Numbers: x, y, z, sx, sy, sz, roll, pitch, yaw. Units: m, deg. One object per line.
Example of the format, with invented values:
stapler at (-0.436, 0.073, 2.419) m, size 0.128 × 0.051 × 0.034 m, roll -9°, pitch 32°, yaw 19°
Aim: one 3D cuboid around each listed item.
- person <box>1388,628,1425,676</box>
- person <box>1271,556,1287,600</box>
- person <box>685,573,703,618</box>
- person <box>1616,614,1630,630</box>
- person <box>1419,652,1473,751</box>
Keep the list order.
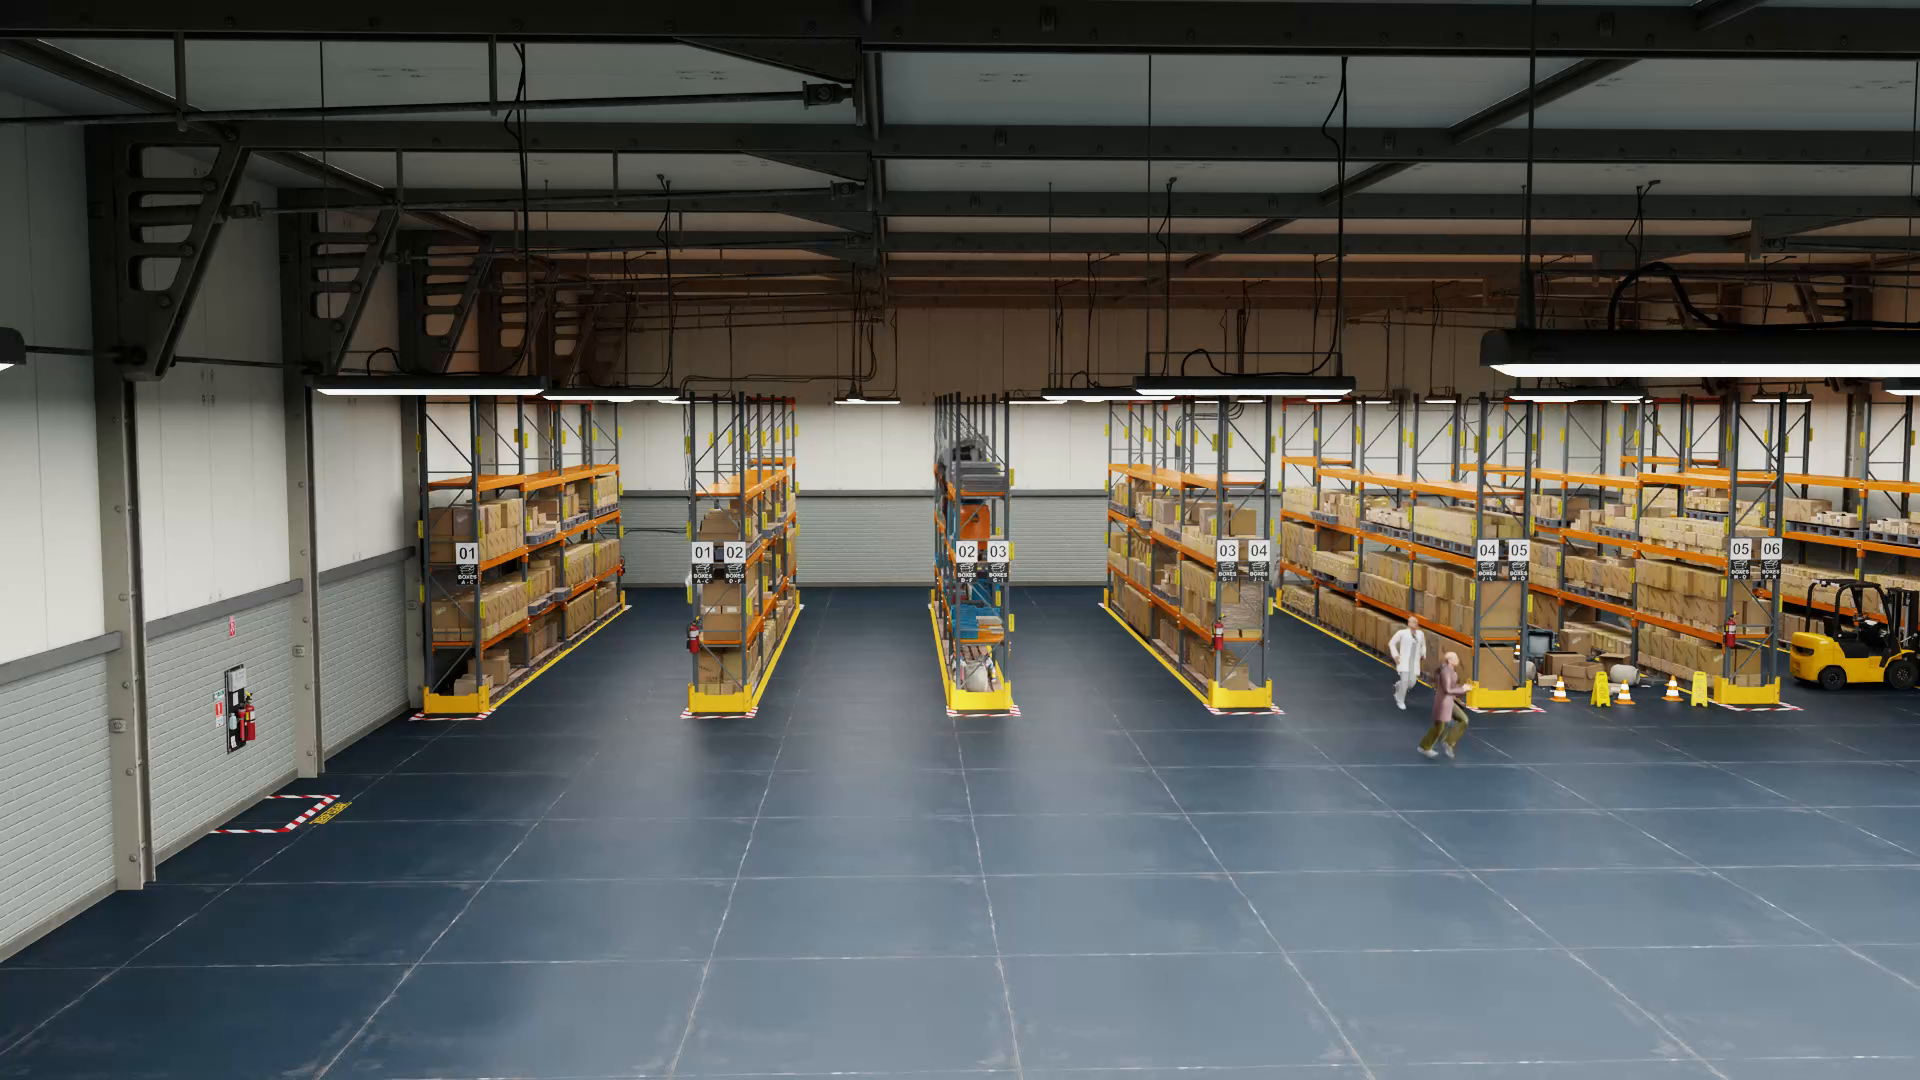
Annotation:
person at (8.590, 2.146, 31.719) m, size 0.755 × 0.948 × 0.432 m, roll -1°, pitch 5°, yaw -11°
person at (9.424, 1.130, 49.022) m, size 0.500 × 1.362 × 0.729 m, roll 0°, pitch 5°, yaw 6°
person at (-6.809, 1.354, 43.083) m, size 0.600 × 1.602 × 0.770 m, roll -1°, pitch 5°, yaw -9°
person at (16.277, 1.599, 40.730) m, size 0.700 × 1.761 × 0.872 m, roll 0°, pitch 5°, yaw -3°
person at (7.884, 2.623, 26.945) m, size 0.855 × 1.634 × 0.752 m, roll 2°, pitch 5°, yaw 26°
